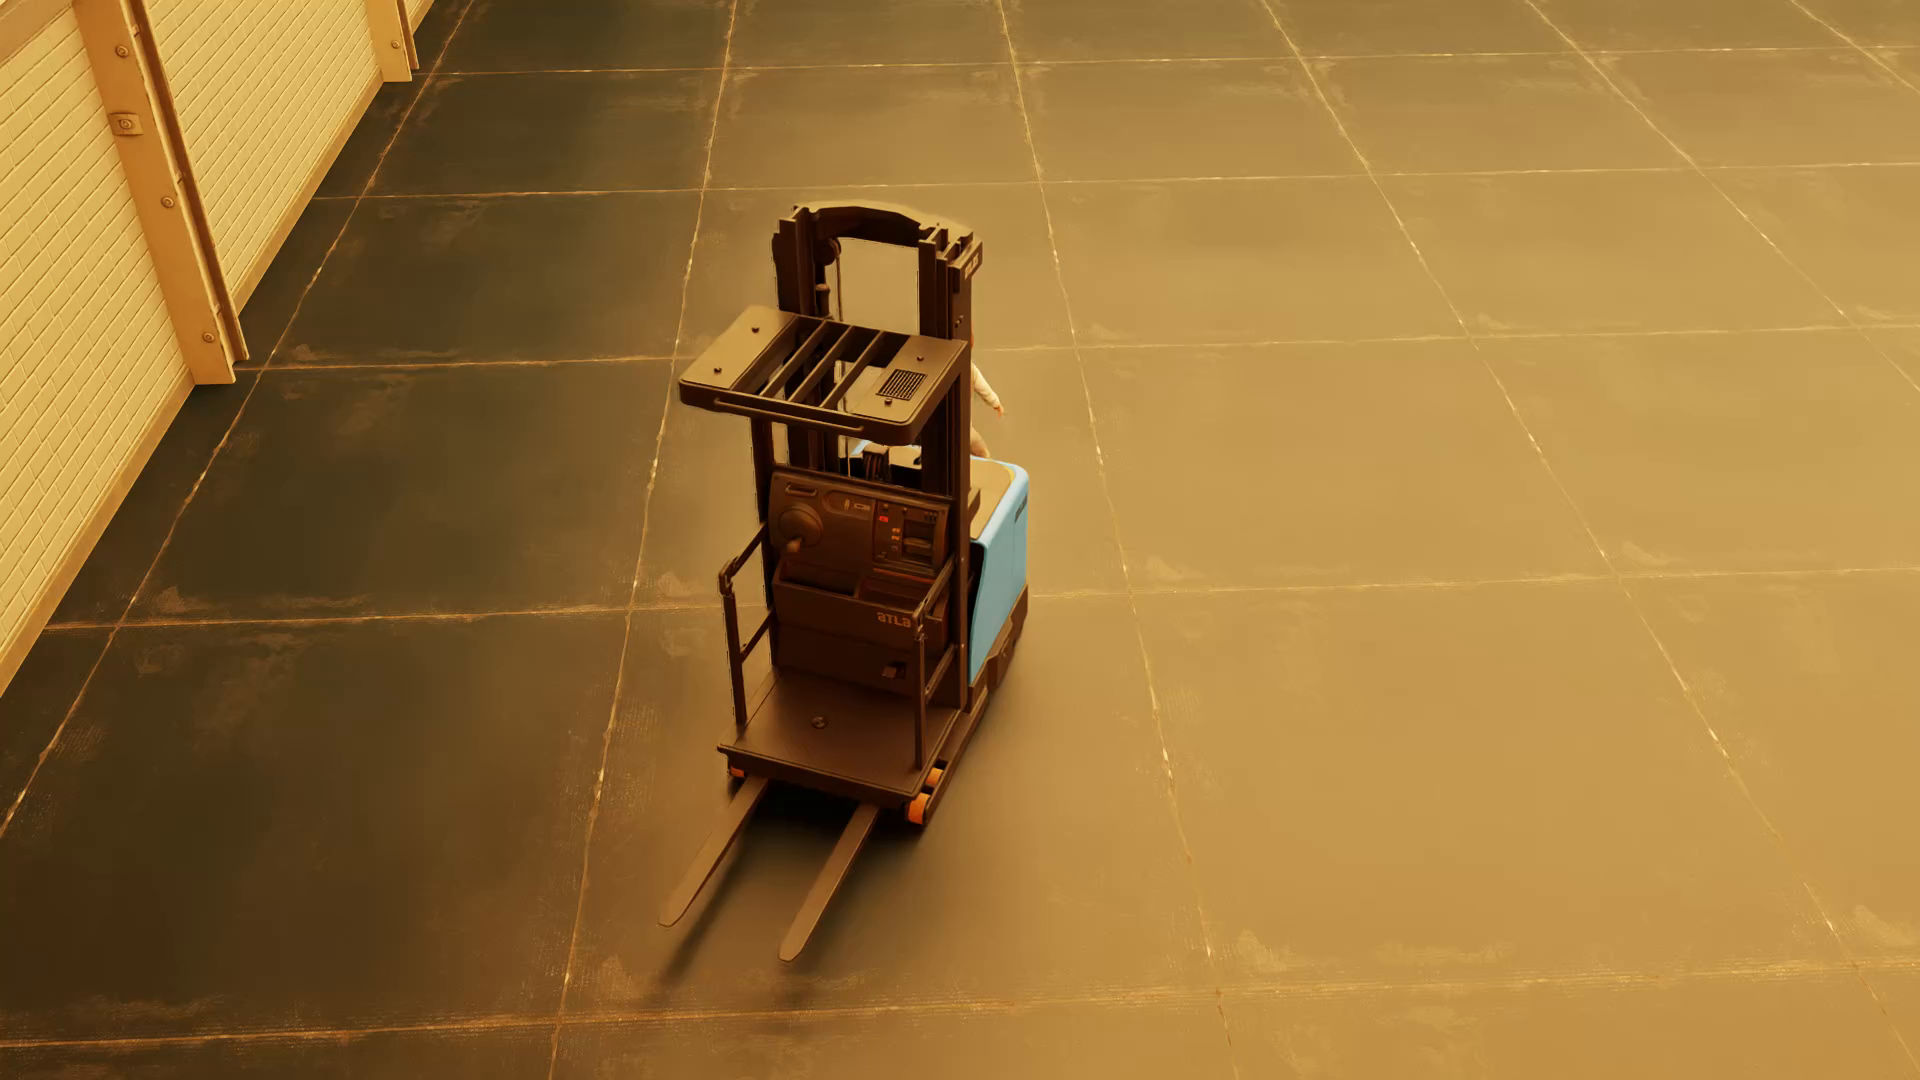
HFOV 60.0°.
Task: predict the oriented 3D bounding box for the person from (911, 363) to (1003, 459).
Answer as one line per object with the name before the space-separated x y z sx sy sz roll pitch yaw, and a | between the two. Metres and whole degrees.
person | -0.042 -0.742 10.240 0.646 1.494 0.527 1 36 1

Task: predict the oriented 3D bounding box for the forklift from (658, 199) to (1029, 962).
forklift | -0.575 -0.005 8.017 1.130 2.935 3.031 12 38 16
